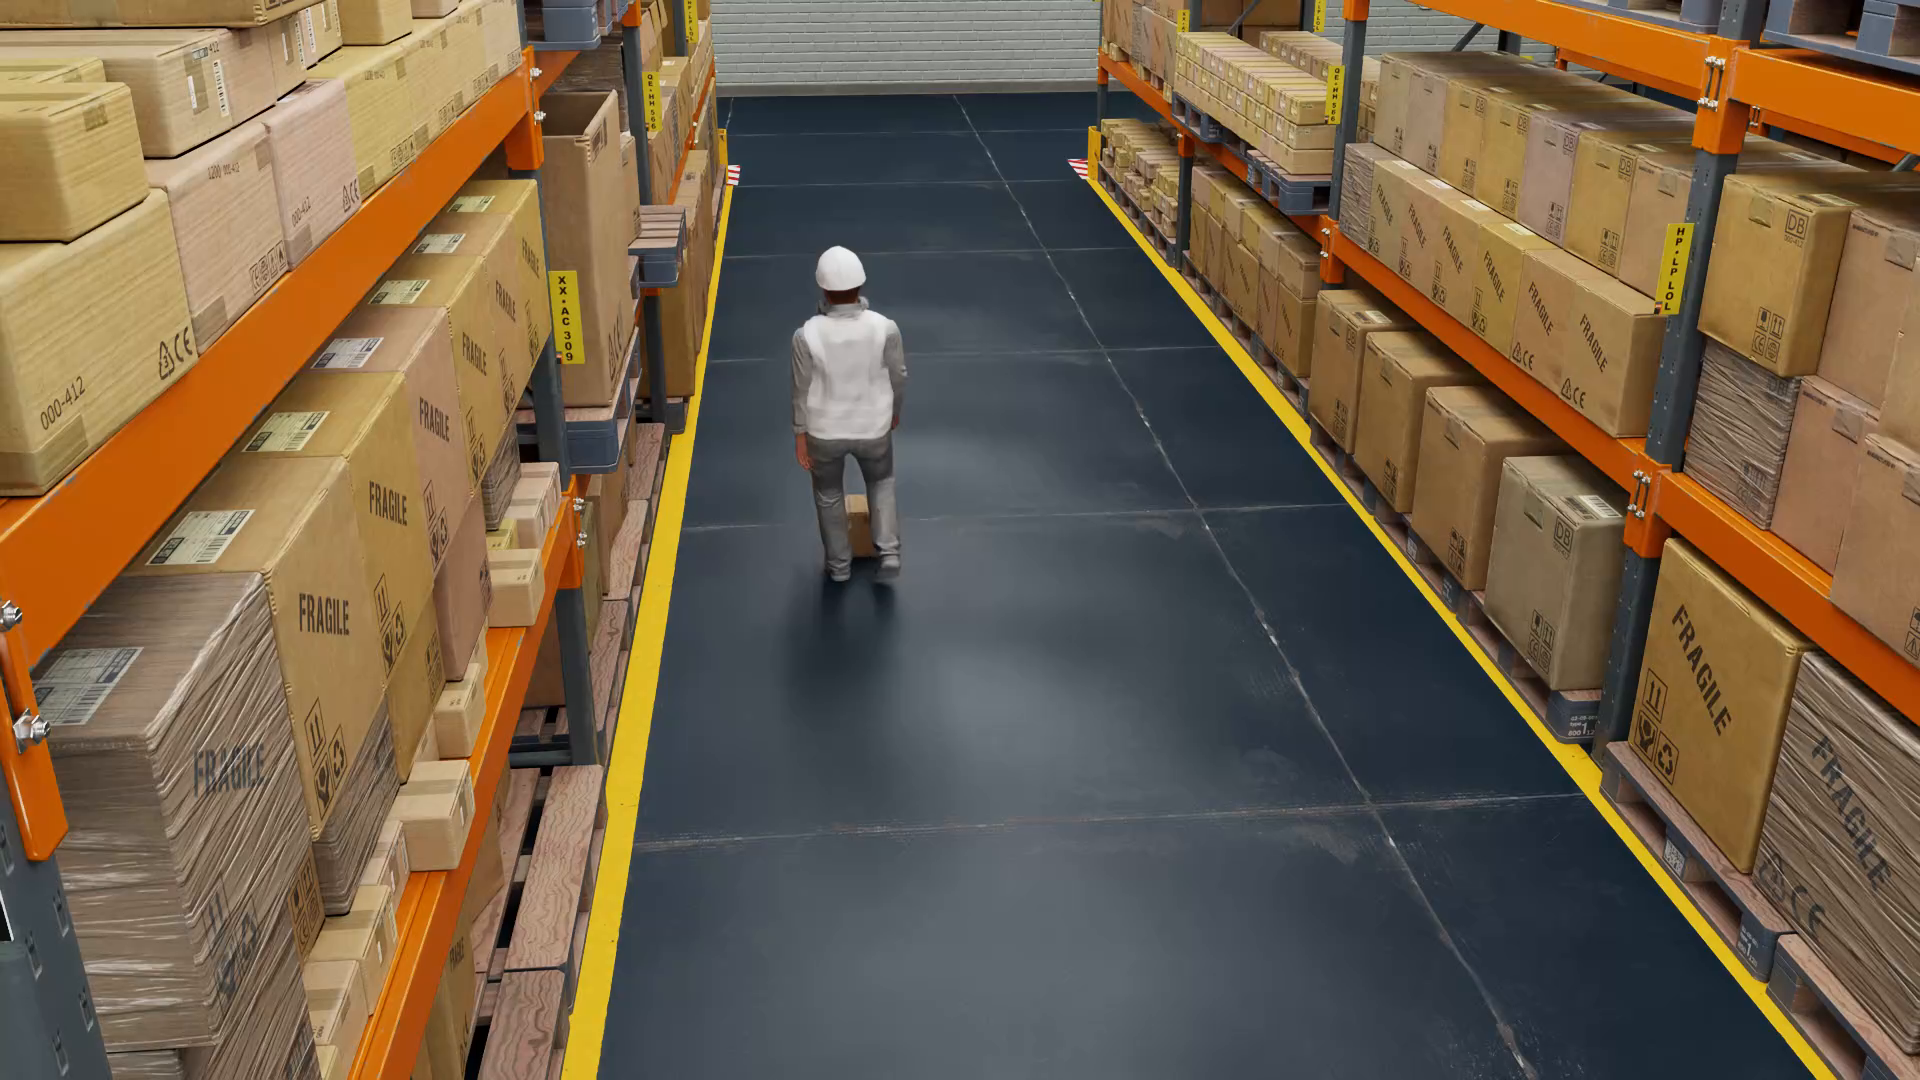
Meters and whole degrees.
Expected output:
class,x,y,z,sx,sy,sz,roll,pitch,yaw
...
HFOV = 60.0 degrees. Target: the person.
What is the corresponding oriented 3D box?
class,x,y,z,sx,sy,sz,roll,pitch,yaw
person,-4.150,-2.309,6.816,7.689,5.811,11.420,-4,24,-10
